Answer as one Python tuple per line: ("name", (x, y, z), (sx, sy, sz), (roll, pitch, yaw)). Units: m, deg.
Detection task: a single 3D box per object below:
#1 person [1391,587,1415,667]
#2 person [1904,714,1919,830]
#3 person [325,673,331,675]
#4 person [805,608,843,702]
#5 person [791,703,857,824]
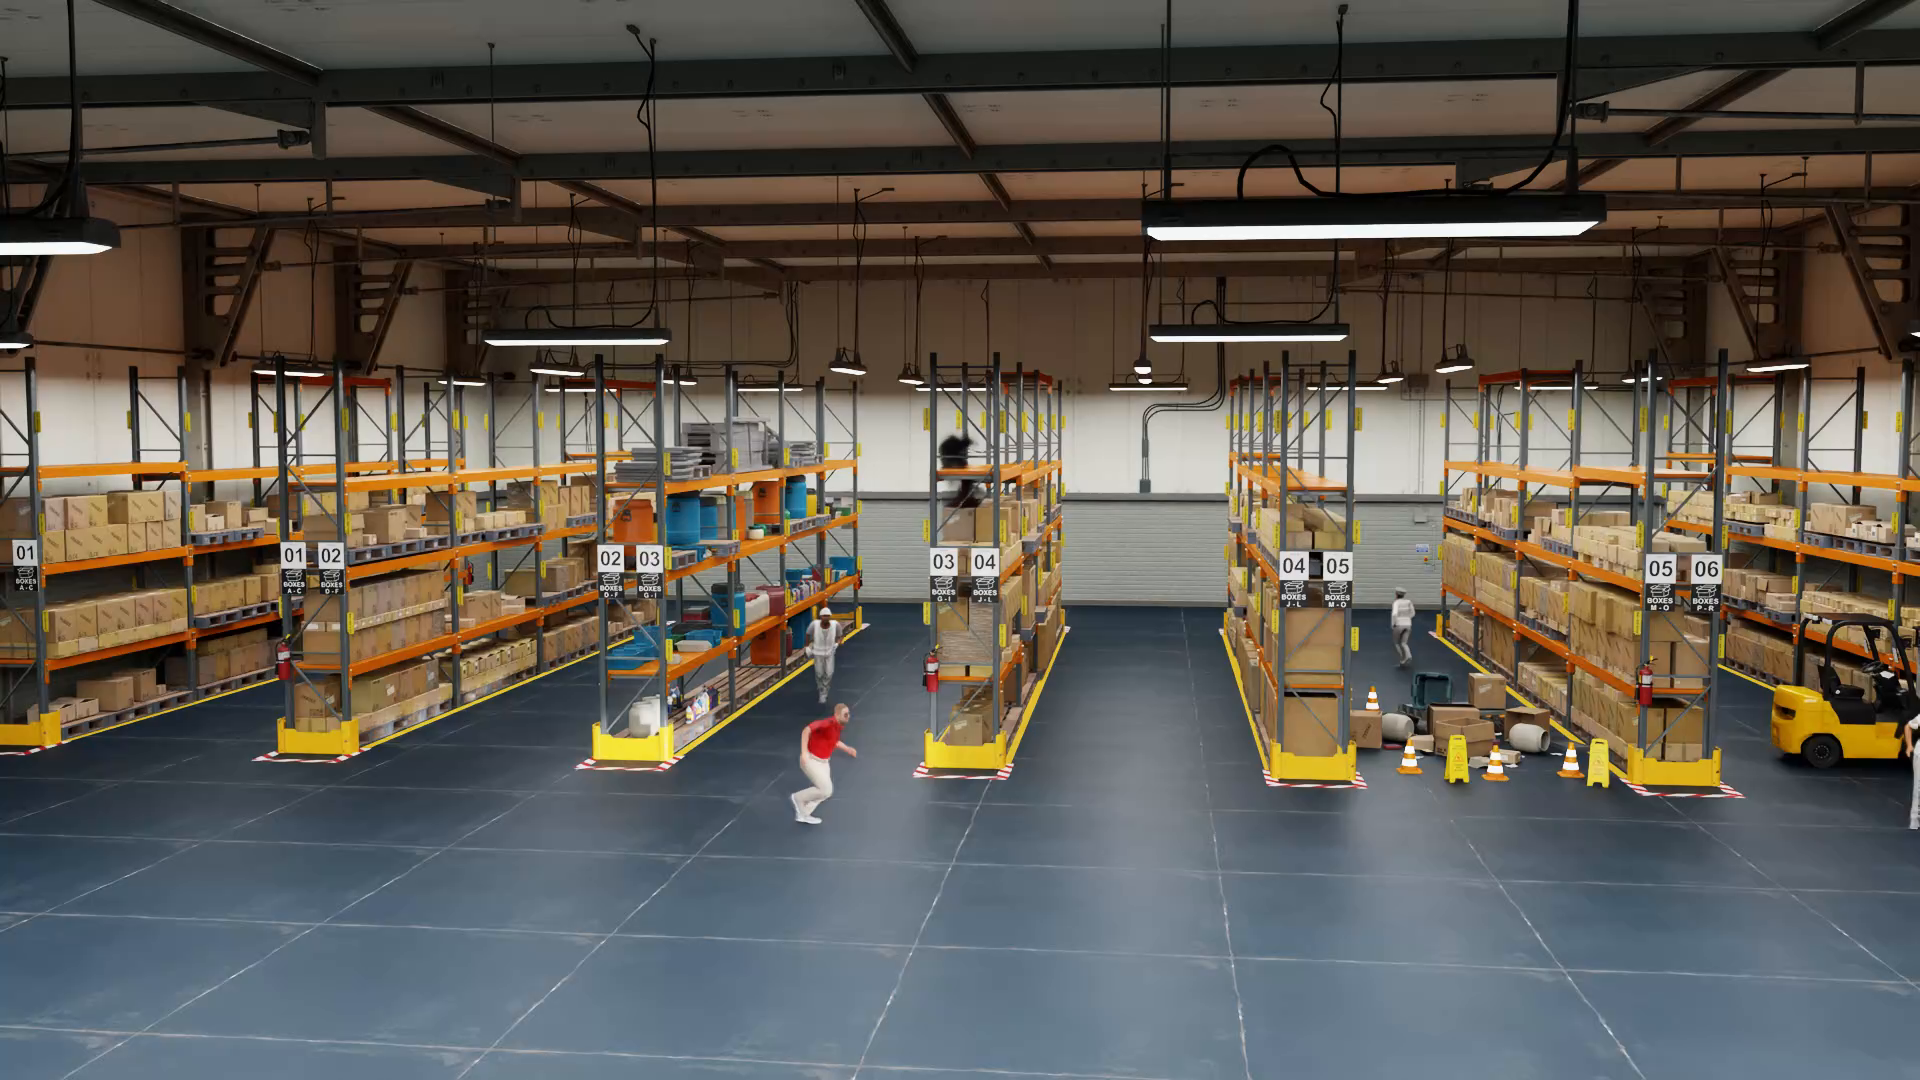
("person", (9.040, 1.800, 33.793), (0.601, 1.661, 0.724), (-1, 4, -11))
("person", (12.077, 2.726, 20.628), (0.651, 1.626, 0.856), (1, 4, 15))
("person", (-11.102, 2.061, 29.587), (0.718, 1.712, 0.704), (-1, 4, -10))
("person", (-2.424, 2.045, 29.767), (0.663, 1.702, 0.716), (-1, 4, -14))
("person", (-1.703, 2.783, 20.579), (0.833, 1.544, 0.696), (2, 4, 21))
